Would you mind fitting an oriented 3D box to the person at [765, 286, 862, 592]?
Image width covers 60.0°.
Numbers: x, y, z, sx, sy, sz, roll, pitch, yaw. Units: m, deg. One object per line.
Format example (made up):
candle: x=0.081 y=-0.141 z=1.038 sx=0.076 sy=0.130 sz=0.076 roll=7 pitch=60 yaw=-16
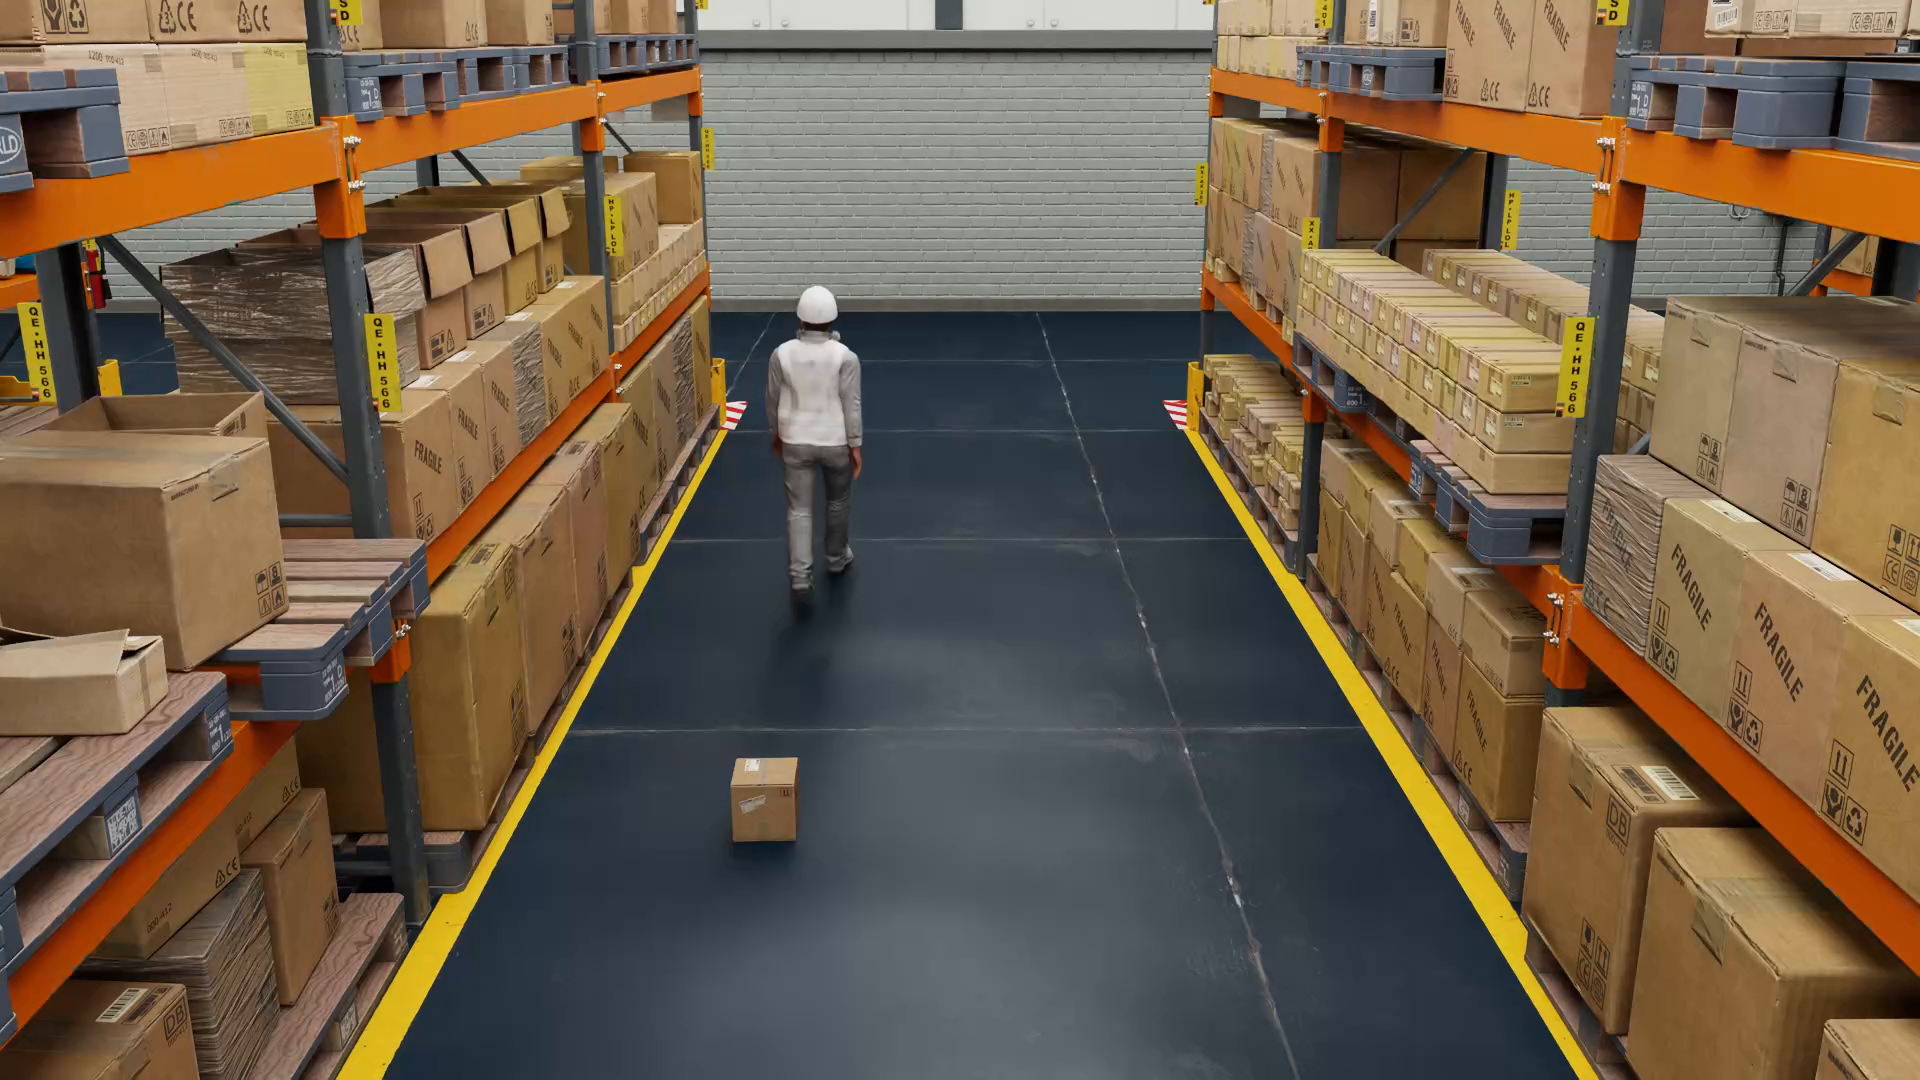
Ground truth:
person: x=-0.812 y=-0.574 z=9.382 sx=0.543 sy=1.733 sz=0.986 roll=0 pitch=17 yaw=1
